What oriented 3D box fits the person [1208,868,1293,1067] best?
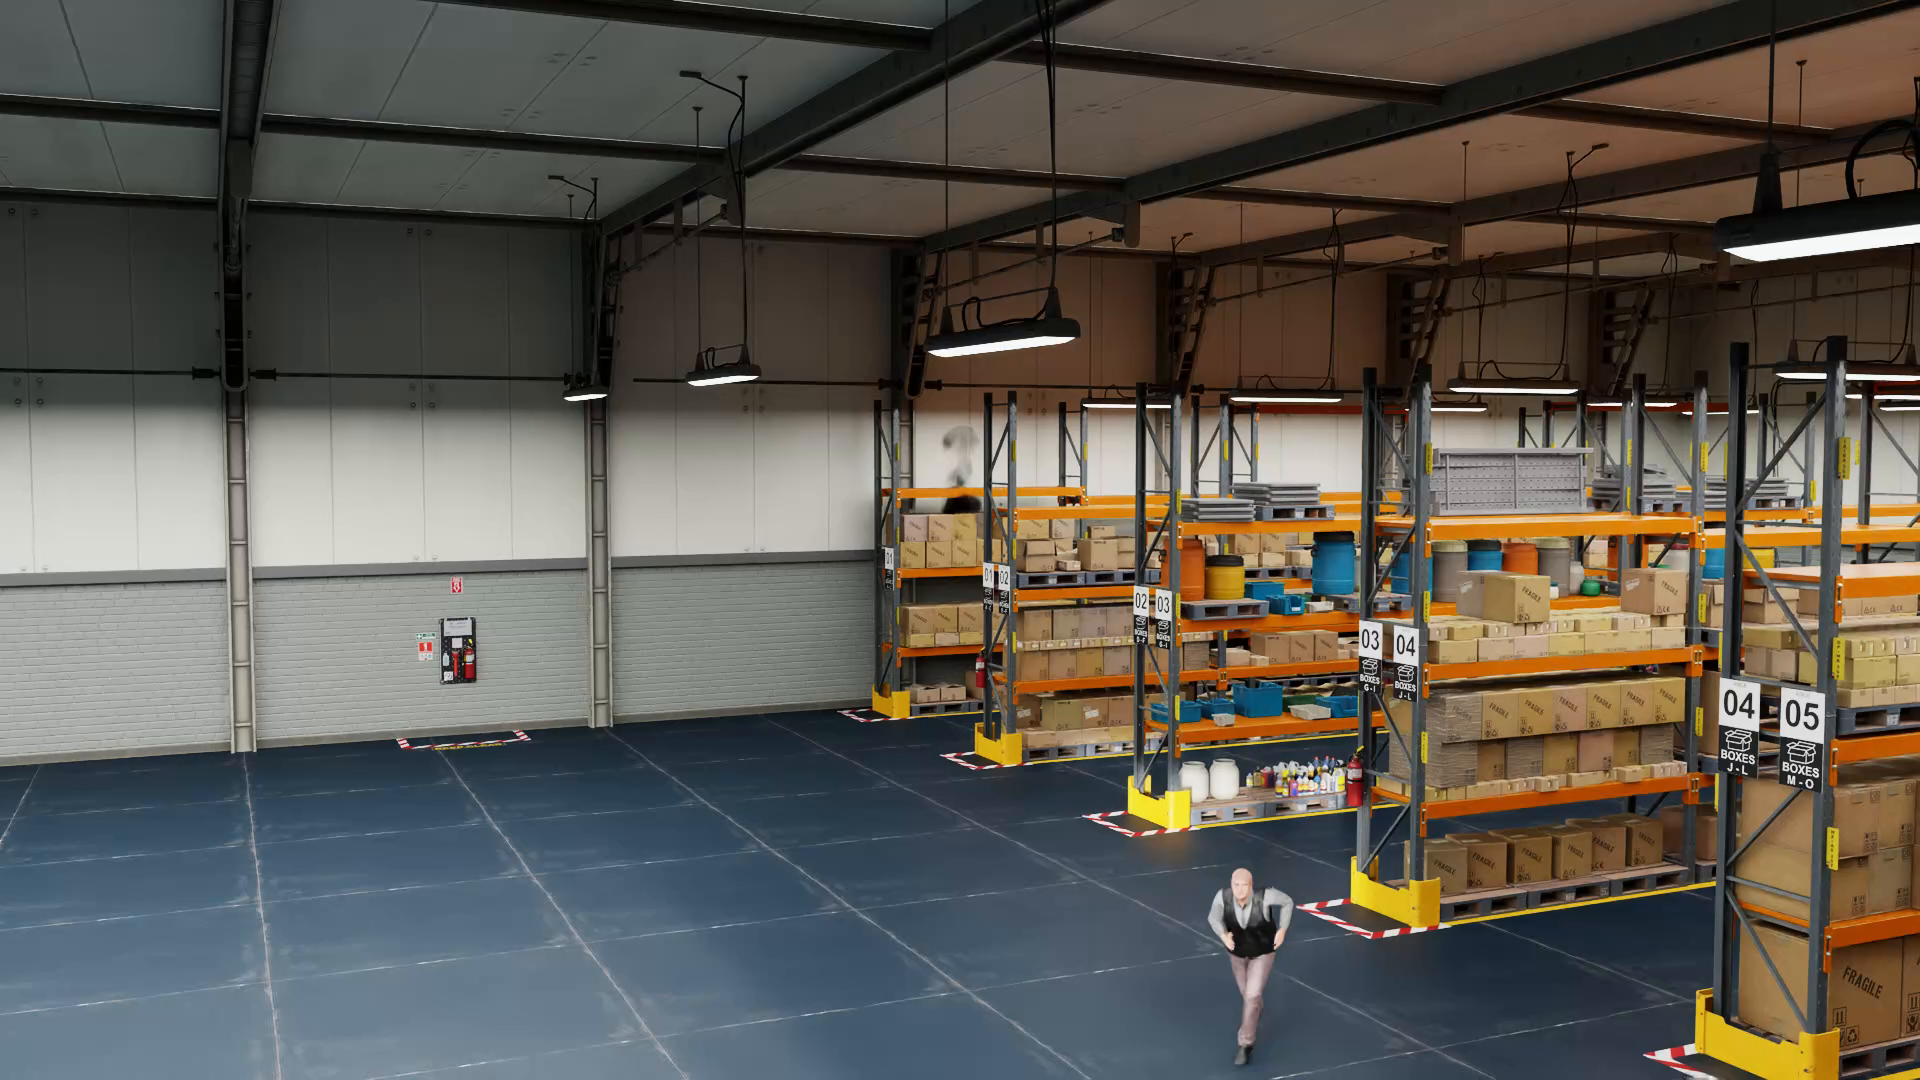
[{"bbox_3d":[2.490,3.546,14.174,0.701,1.681,0.994,1,4,20],"label":"person"}]

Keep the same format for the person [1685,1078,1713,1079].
[{"bbox_3d":[4.250,3.803,9.402,0.619,1.682,0.982,2,4,26],"label":"person"}]
